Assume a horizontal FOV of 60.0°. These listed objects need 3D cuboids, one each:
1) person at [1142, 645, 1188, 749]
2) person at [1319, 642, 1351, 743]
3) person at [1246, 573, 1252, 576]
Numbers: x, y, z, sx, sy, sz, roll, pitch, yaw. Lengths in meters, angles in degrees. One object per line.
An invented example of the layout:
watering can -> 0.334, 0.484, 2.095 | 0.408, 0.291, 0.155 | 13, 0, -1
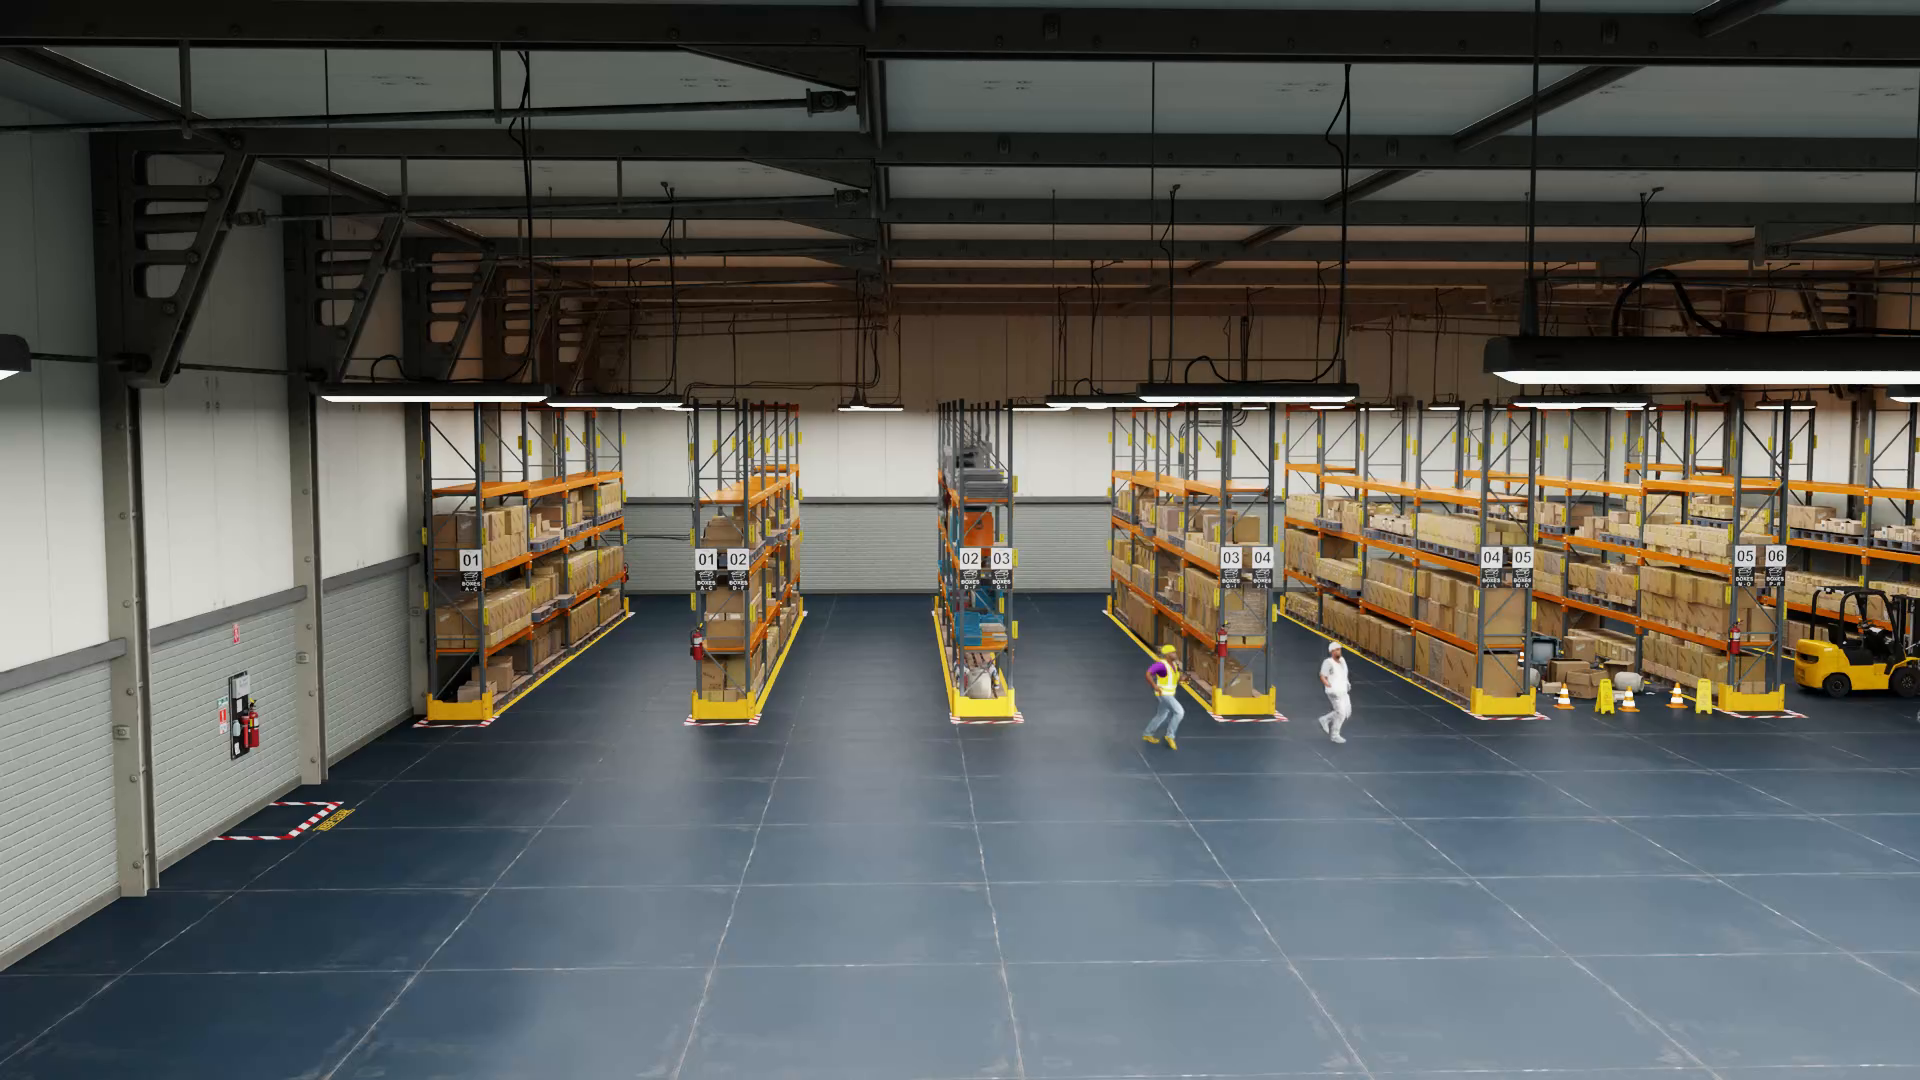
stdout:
person -> 3.518, 2.687, 28.584 | 0.789, 1.798, 0.675 | 2, 5, 21
person -> 6.534, 2.648, 29.110 | 0.565, 1.744, 0.676 | 4, 6, 43
person -> 8.315, 1.194, 48.471 | 0.548, 1.707, 0.678 | -2, 5, -21
